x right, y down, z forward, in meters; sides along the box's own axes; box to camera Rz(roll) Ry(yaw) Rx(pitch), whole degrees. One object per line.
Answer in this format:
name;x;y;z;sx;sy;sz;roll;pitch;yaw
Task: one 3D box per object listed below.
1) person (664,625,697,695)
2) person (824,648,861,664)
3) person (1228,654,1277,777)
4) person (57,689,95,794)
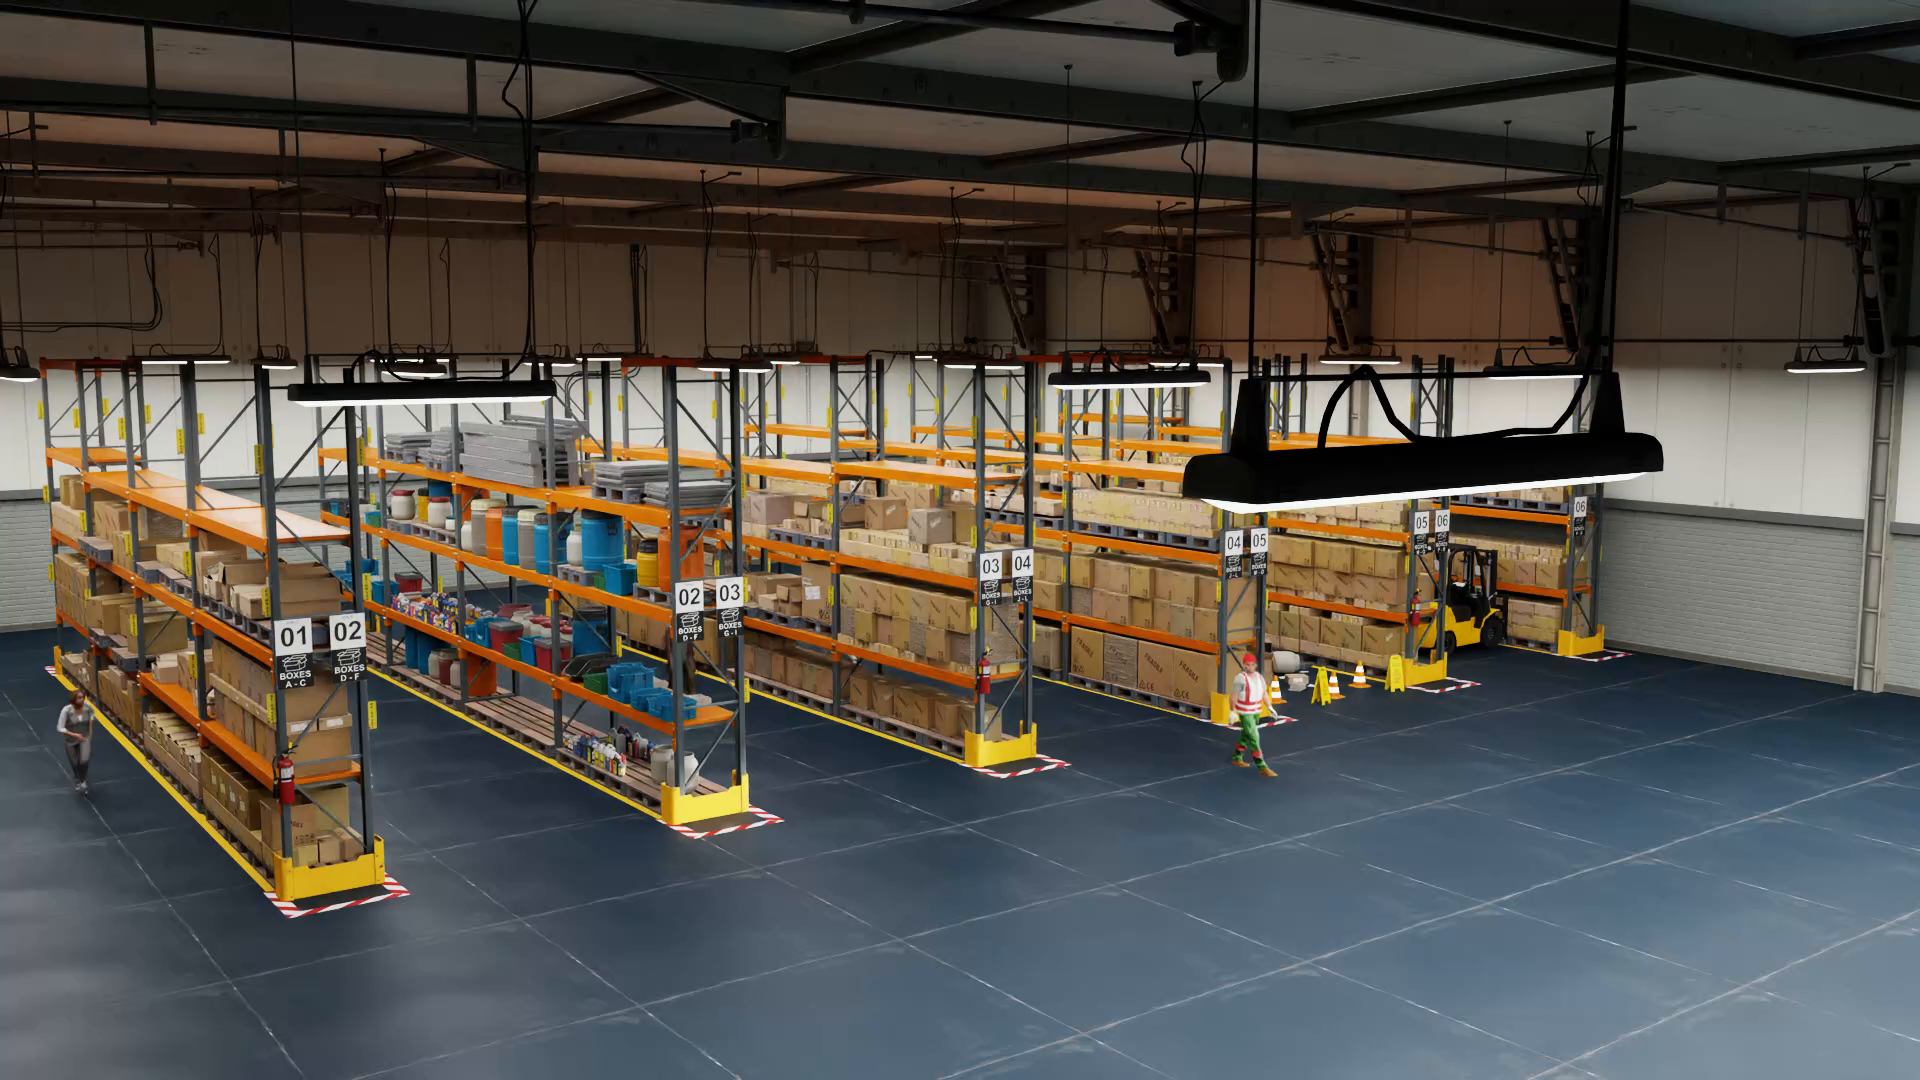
person;-4.767;2.037;28.455;0.601;1.727;1.100;-4;8;-27
person;-2.329;1.579;32.316;0.642;1.725;1.125;-4;8;-33
person;4.305;2.528;24.242;0.565;1.746;0.978;-5;8;-36
person;-12.280;2.790;23.143;0.466;1.515;0.774;-3;8;-26
